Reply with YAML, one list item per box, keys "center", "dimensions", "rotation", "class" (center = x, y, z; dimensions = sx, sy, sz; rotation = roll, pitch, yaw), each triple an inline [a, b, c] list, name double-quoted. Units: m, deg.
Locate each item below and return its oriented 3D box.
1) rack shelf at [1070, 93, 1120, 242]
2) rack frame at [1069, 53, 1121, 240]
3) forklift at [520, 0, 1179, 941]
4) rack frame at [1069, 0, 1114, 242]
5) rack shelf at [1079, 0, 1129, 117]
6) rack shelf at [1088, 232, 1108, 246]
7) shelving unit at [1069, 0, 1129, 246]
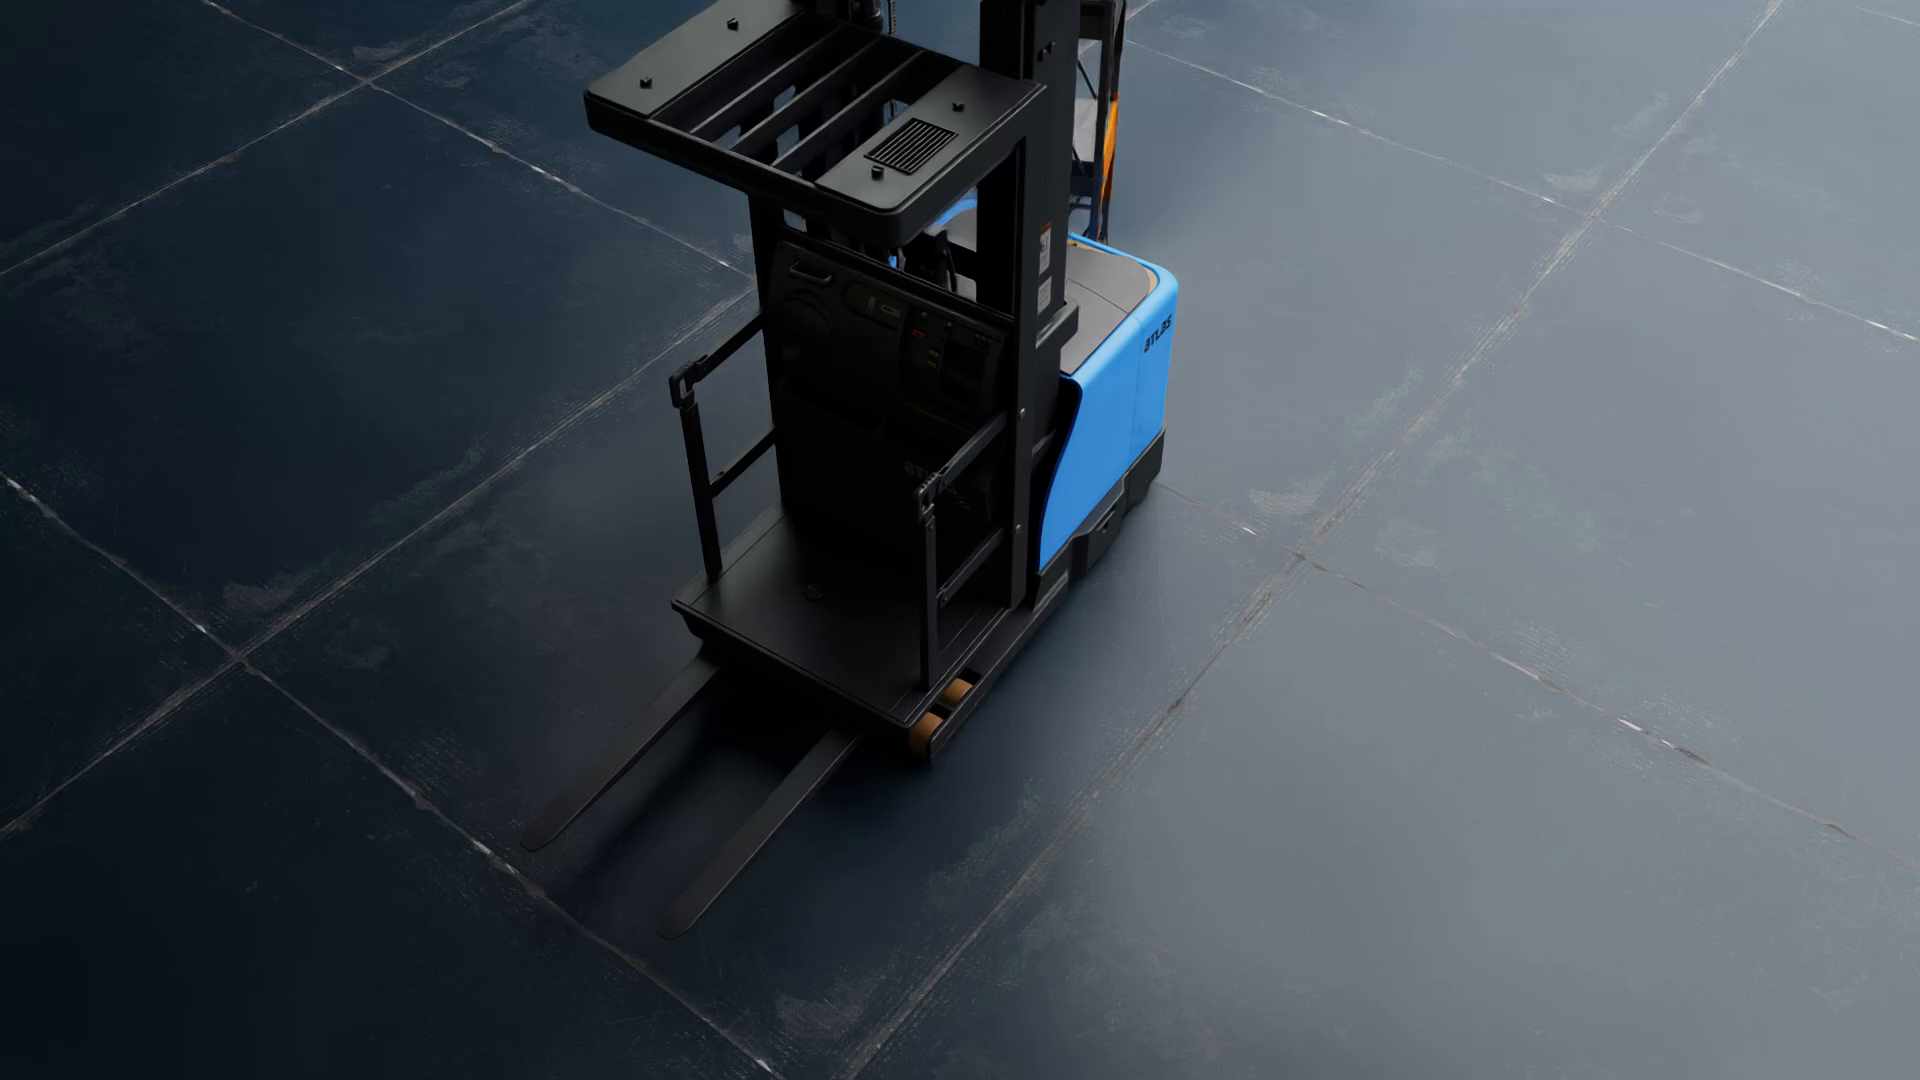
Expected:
- center: [0.413, -1.531, 6.944]
  dimensions: [0.431, 0.518, 0.480]
  rotation: [8, 47, 7]
  class: "rack shelf"
- center: [0.459, -1.714, 7.100]
  dimensions: [0.400, 2.100, 0.015]
  rotation: [8, 47, 7]
  class: "rack frame"
- center: [-0.374, -0.607, 5.468]
  dimensions: [1.130, 2.935, 3.031]
  rotation: [26, 52, 23]
  class: "forklift"
- center: [0.368, -1.368, 6.769]
  dimensions: [0.400, 2.100, 0.015]
  rotation: [8, 47, 7]
  class: "rack frame"
- center: [0.413, -2.015, 6.438]
  dimensions: [0.431, 0.518, 0.480]
  rotation: [8, 47, 7]
  class: "rack shelf"
- center: [0.414, -1.048, 7.450]
  dimensions: [0.431, 0.518, 0.480]
  rotation: [8, 47, 7]
  class: "rack shelf"
- center: [0.413, -1.541, 6.934]
  dimensions: [0.431, 2.100, 0.503]
  rotation: [8, 47, 7]
  class: "shelving unit"
